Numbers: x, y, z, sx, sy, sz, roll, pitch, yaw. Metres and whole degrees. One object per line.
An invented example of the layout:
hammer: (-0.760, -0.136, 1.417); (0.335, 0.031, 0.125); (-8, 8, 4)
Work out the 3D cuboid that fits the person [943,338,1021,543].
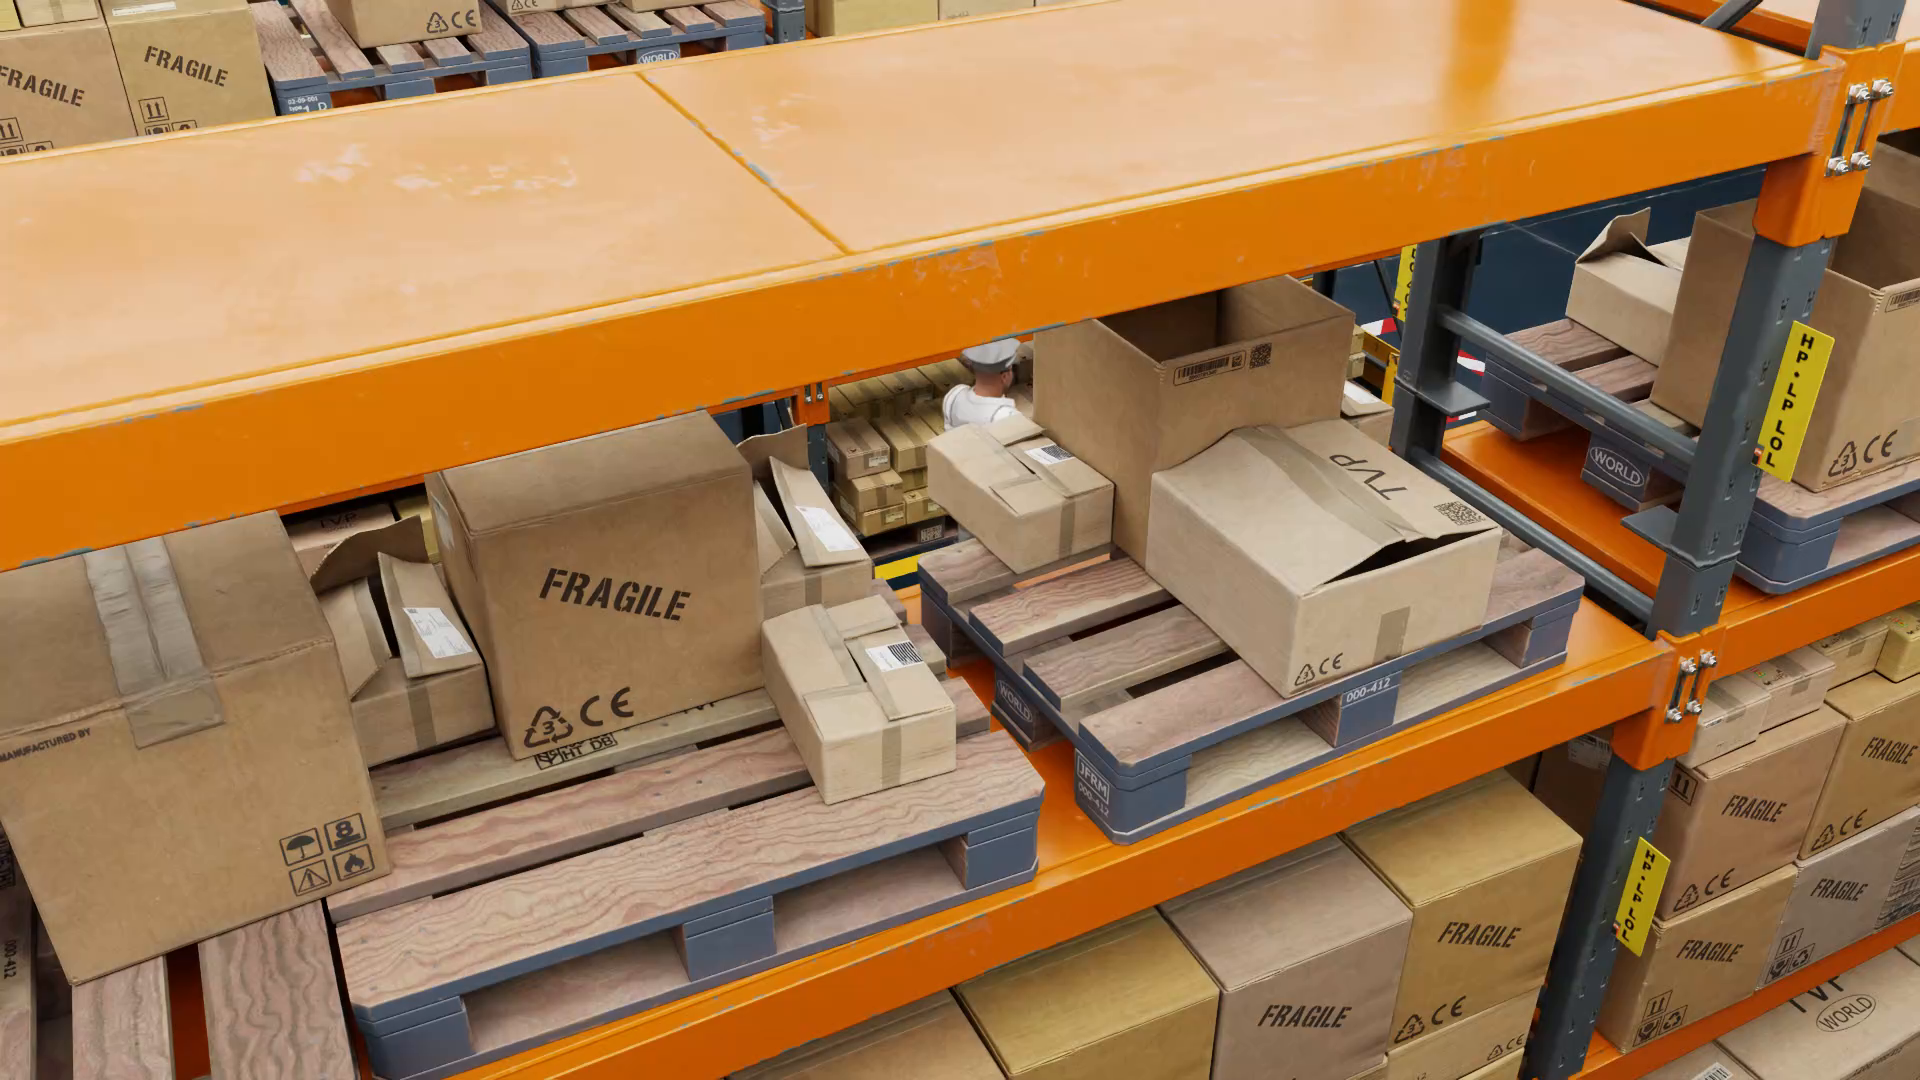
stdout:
person: (0.164, -0.155, 7.858); (0.392, 1.744, 0.528); (-24, 40, -33)
